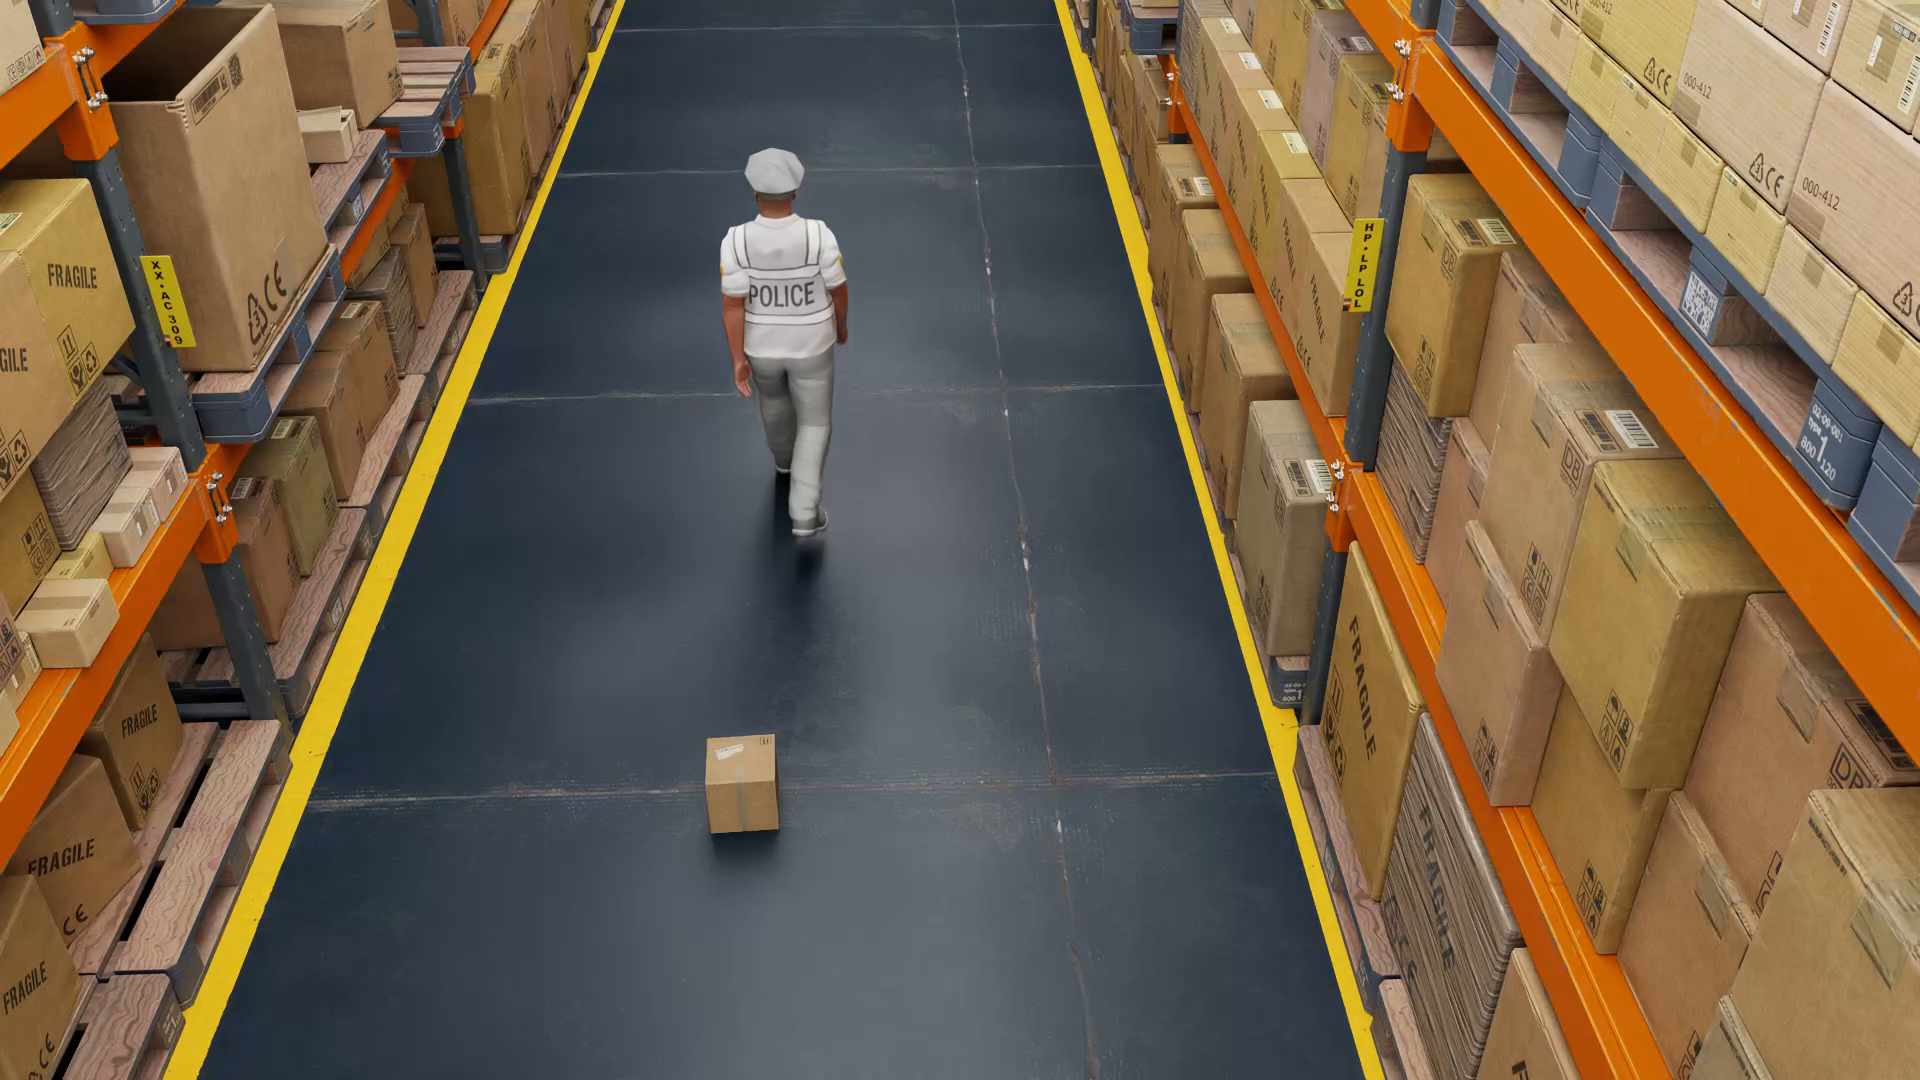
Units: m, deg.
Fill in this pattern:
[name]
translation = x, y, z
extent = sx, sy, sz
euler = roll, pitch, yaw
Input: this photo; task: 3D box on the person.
[person]
translation = -0.759, -0.907, 7.406
extent = 0.532, 1.725, 1.050
euler = 2, 35, 3
